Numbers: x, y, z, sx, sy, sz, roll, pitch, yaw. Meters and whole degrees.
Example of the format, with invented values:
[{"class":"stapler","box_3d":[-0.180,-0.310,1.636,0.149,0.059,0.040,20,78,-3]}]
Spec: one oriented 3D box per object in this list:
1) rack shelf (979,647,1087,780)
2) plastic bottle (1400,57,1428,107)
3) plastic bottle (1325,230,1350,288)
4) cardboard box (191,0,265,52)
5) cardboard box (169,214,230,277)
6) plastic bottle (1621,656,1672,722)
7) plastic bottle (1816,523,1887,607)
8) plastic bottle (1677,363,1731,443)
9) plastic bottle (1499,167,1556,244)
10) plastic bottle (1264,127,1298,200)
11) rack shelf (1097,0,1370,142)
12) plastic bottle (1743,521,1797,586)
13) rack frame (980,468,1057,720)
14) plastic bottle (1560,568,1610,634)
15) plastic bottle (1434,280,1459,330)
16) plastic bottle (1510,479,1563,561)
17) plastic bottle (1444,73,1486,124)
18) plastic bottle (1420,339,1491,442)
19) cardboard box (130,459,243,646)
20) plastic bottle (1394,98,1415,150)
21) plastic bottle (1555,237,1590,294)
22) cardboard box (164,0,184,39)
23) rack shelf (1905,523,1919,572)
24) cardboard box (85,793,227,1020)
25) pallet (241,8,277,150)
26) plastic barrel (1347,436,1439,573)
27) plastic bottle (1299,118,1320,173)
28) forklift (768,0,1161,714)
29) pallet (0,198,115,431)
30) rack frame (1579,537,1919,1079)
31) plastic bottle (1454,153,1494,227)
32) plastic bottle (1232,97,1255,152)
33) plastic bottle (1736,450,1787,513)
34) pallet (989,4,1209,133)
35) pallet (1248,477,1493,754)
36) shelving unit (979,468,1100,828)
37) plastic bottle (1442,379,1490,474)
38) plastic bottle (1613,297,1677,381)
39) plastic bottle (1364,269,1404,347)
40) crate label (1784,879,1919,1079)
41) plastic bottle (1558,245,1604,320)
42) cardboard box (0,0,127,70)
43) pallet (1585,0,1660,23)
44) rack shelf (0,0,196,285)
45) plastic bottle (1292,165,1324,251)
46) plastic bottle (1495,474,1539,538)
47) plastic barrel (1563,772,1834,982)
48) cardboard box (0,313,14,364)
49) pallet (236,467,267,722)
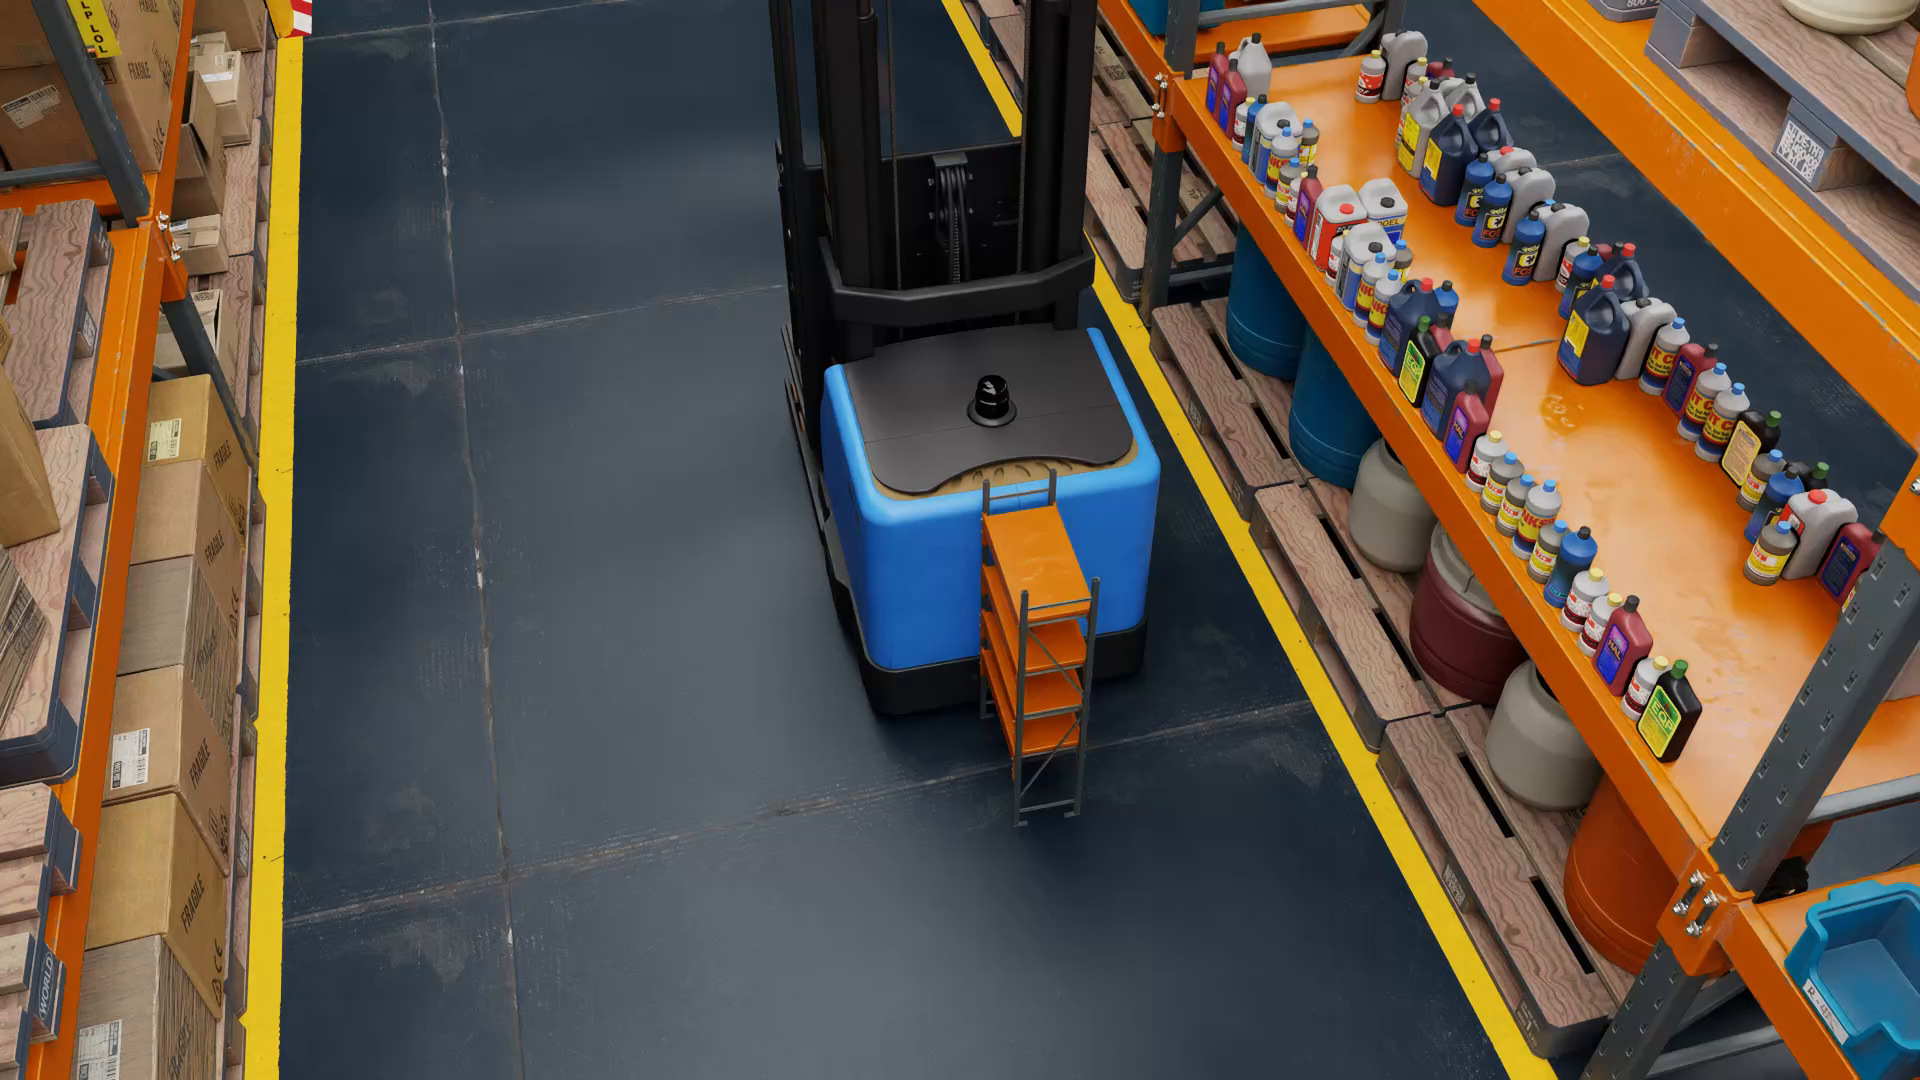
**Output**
[{"class":"rack shelf","box_3d":[0.245,0.571,5.723,0.258,0.148,0.480,-9,46,-9]},{"class":"plastic bottle","box_3d":[1.804,-1.804,6.557,0.097,0.201,0.097,0,46,0]},{"class":"plastic bottle","box_3d":[1.325,-0.978,5.748,0.097,0.201,0.097,0,46,0]},{"class":"cardboard box","box_3d":[-4.101,-2.969,9.001,0.500,0.500,0.500,-11,47,-10]},{"class":"cardboard box","box_3d":[-3.584,-1.345,7.644,0.380,0.166,0.250,-11,47,-10]},{"class":"plastic bottle","box_3d":[1.831,0.386,4.411,0.097,0.201,0.097,0,46,0]},{"class":"plastic bottle","box_3d":[2.520,0.048,4.684,0.061,0.283,0.133,-11,47,-10]},{"class":"plastic bottle","box_3d":[2.320,-0.436,5.167,0.097,0.271,0.097,0,46,0]},{"class":"plastic bottle","box_3d":[2.005,-1.212,5.924,0.152,0.276,0.135,-11,47,-10]},{"class":"plastic bottle","box_3d":[1.182,-1.389,6.101,0.097,0.271,0.097,0,46,0]},{"class":"rack shelf","box_3d":[0.823,-3.290,8.378,1.077,0.370,4.000,-11,47,-10]},{"class":"plastic bottle","box_3d":[2.326,0.028,4.761,0.097,0.201,0.097,0,46,0]},{"class":"rack frame","box_3d":[0.190,0.215,5.699,0.240,1.200,0.015,-9,46,-9]},{"class":"plastic bottle","box_3d":[1.747,0.159,4.633,0.097,0.201,0.097,0,46,0]},{"class":"plastic bottle","box_3d":[1.574,-0.735,5.460,0.097,0.271,0.097,0,46,0]},{"class":"plastic bottle","box_3d":[1.672,-0.067,4.806,0.097,0.271,0.097,0,46,0]},{"class":"plastic bottle","box_3d":[1.886,-1.569,6.222,0.144,0.351,0.185,-11,47,-10]},{"class":"plastic bottle","box_3d":[1.550,-0.490,5.165,0.144,0.351,0.185,-11,47,-10]},{"class":"cardboard box","box_3d":[-2.933,0.094,6.000,0.500,0.500,0.500,-11,47,-10]},{"class":"plastic bottle","box_3d":[1.726,-1.591,6.348,0.097,0.201,0.097,0,46,0]},{"class":"plastic bottle","box_3d":[2.120,-0.950,5.720,0.097,0.201,0.097,0,46,0]},{"class":"cardboard box","box_3d":[-3.582,-2.394,6.926,0.500,0.500,0.500,-11,47,-11]},{"class":"rack shelf","box_3d":[2.871,1.183,1.894,1.077,0.370,4.000,-11,47,-10]},{"class":"cardboard box","box_3d":[-2.534,1.150,4.965,0.500,0.500,0.500,-11,47,-11]},{"class":"pallet","box_3d":[-4.254,-2.441,8.995,1.003,0.211,1.213,-11,47,-10]},{"class":"plastic barrel","box_3d":[1.697,-0.164,6.258,0.421,0.512,0.421,0,46,0]},{"class":"plastic bottle","box_3d":[1.294,-1.486,6.245,0.097,0.201,0.097,0,46,0]},{"class":"forklift","box_3d":[-0.140,-1.465,6.133,1.130,2.935,3.031,-9,46,-9]},{"class":"pallet","box_3d":[-3.356,-0.619,5.391,1.003,0.211,1.213,-11,47,-10]},{"class":"rack frame","box_3d":[2.359,0.600,4.061,1.000,3.000,0.127,-11,47,-10]},{"class":"plastic bottle","box_3d":[1.855,-1.267,5.982,0.097,0.271,0.097,0,46,0]},{"class":"plastic bottle","box_3d":[1.097,-1.592,6.349,0.097,0.201,0.097,0,46,0]},{"class":"plastic bottle","box_3d":[2.404,-0.185,4.970,0.097,0.201,0.097,0,46,0]},{"class":"pallet","box_3d":[0.793,-2.530,9.081,1.003,0.211,1.213,-11,47,-10]},{"class":"pallet","box_3d":[1.808,0.199,6.407,1.003,0.211,1.213,-11,47,-10]},{"class":"shelving unit","box_3d":[0.245,0.385,5.533,0.258,1.200,0.503,-9,46,-9]},{"class":"plastic bottle","box_3d":[1.550,-0.349,5.074,0.061,0.283,0.133,-11,47,-10]},{"class":"plastic bottle","box_3d":[2.205,-0.672,5.395,0.152,0.276,0.135,-11,47,-10]},{"class":"plastic bottle","box_3d":[1.409,-0.775,5.500,0.097,0.271,0.097,0,46,0]},{"class":"crate label","box_3d":[2.104,1.018,3.769,0.303,0.233,0.416,-11,47,-10]},{"class":"plastic bottle","box_3d":[2.096,-0.872,5.594,0.097,0.271,0.097,0,46,0]},{"class":"cardboard box","box_3d":[-3.303,-2.020,5.859,0.500,0.500,0.500,-10,46,-9]},{"class":"pallet","box_3d":[1.923,-1.839,4.484,1.003,0.211,1.213,-11,47,-10]},{"class":"rack shelf","box_3d":[-3.967,-2.387,7.493,1.077,0.370,4.000,-11,47,-10]},{"class":"plastic bottle","box_3d":[1.243,-1.176,5.884,0.061,0.283,0.133,-11,47,-10]},{"class":"plastic bottle","box_3d":[1.647,-0.110,4.896,0.097,0.201,0.097,0,46,0]},{"class":"plastic barrel","box_3d":[2.217,0.878,5.015,0.600,0.830,0.708,-11,47,-10]},{"class":"cardboard box","box_3d":[-3.312,-0.609,4.883,0.700,0.500,0.500,-4,46,-4]},{"class":"pallet","box_3d":[-3.210,0.273,6.335,1.003,0.211,1.213,-11,47,-10]}]
